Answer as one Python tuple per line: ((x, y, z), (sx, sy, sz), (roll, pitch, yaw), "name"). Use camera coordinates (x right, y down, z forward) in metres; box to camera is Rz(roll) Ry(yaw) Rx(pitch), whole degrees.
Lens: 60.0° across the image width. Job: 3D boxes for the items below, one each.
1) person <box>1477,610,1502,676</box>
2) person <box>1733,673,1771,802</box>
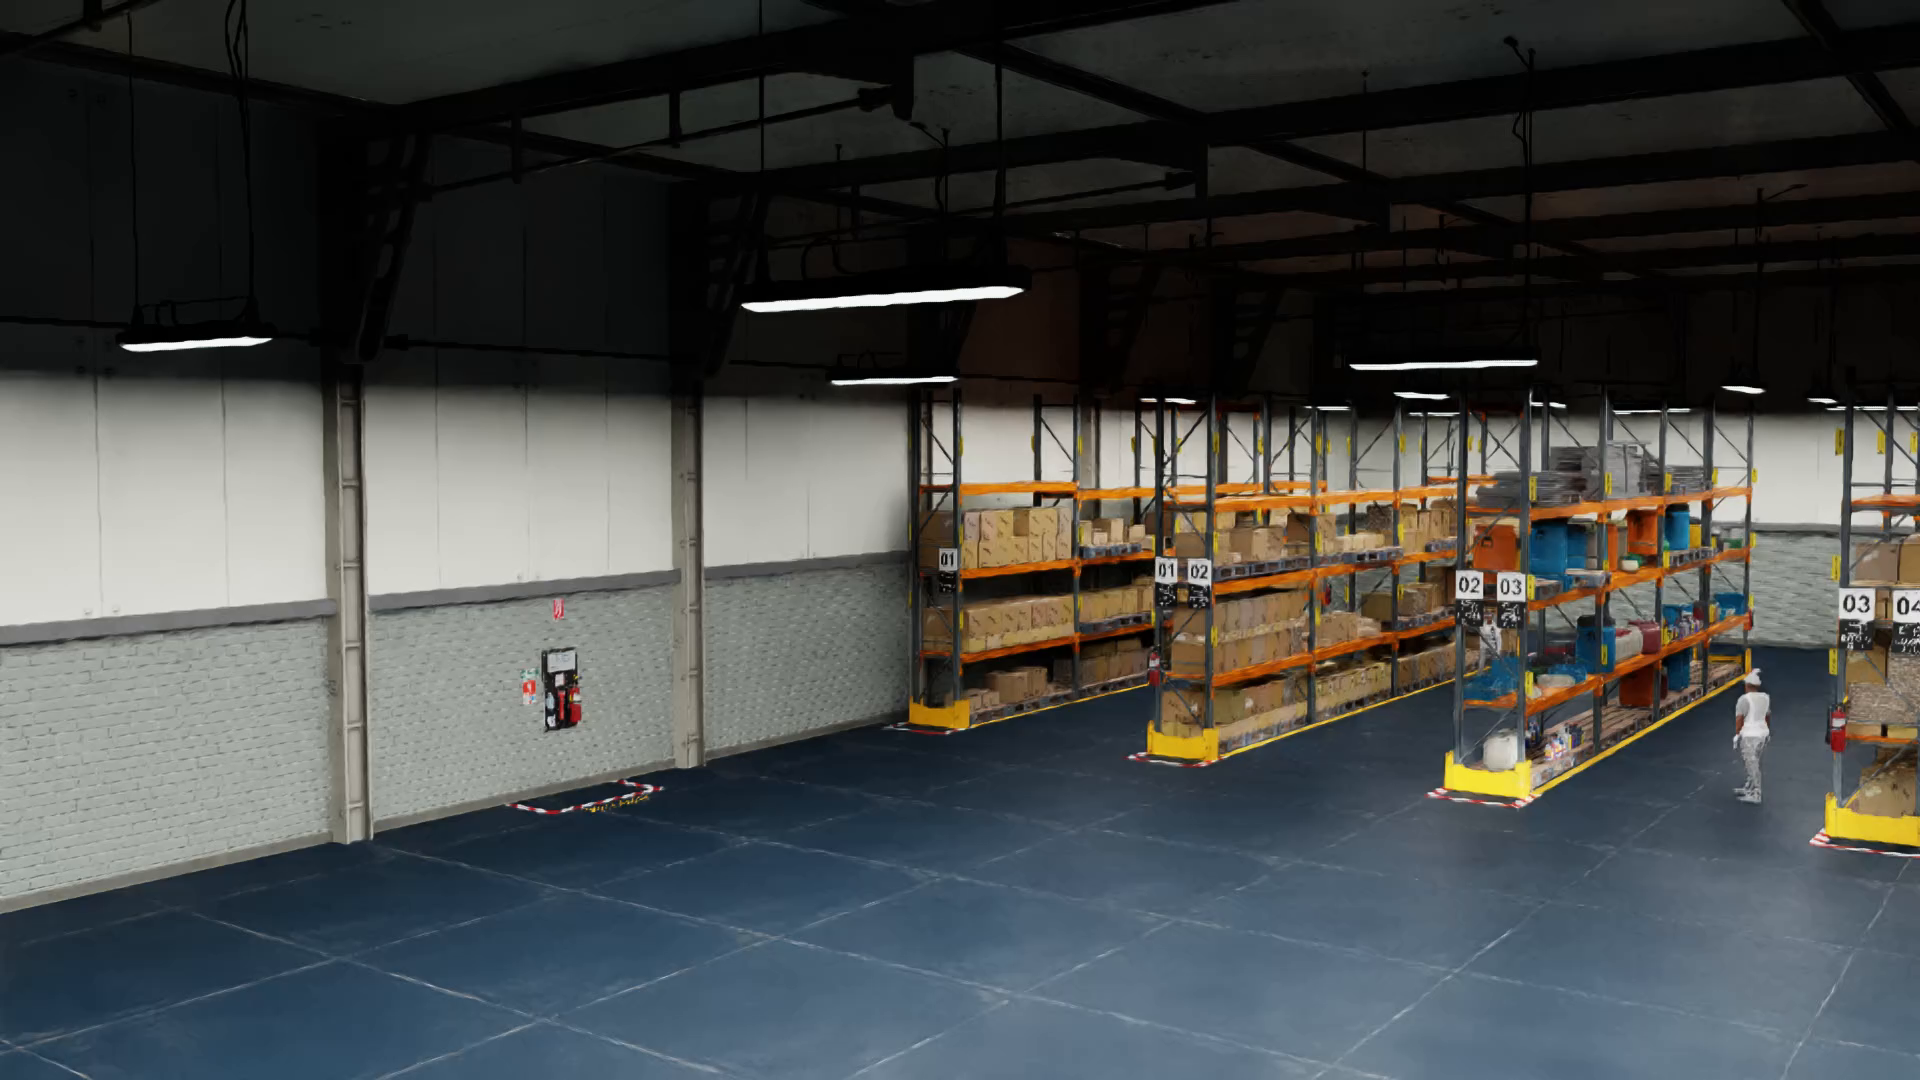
((10.974, 2.225, 34.437), (0.488, 1.590, 1.089), (2, 4, 33), "person")
((11.159, 2.756, 23.482), (0.678, 1.782, 0.594), (-2, 4, -31), "person")
